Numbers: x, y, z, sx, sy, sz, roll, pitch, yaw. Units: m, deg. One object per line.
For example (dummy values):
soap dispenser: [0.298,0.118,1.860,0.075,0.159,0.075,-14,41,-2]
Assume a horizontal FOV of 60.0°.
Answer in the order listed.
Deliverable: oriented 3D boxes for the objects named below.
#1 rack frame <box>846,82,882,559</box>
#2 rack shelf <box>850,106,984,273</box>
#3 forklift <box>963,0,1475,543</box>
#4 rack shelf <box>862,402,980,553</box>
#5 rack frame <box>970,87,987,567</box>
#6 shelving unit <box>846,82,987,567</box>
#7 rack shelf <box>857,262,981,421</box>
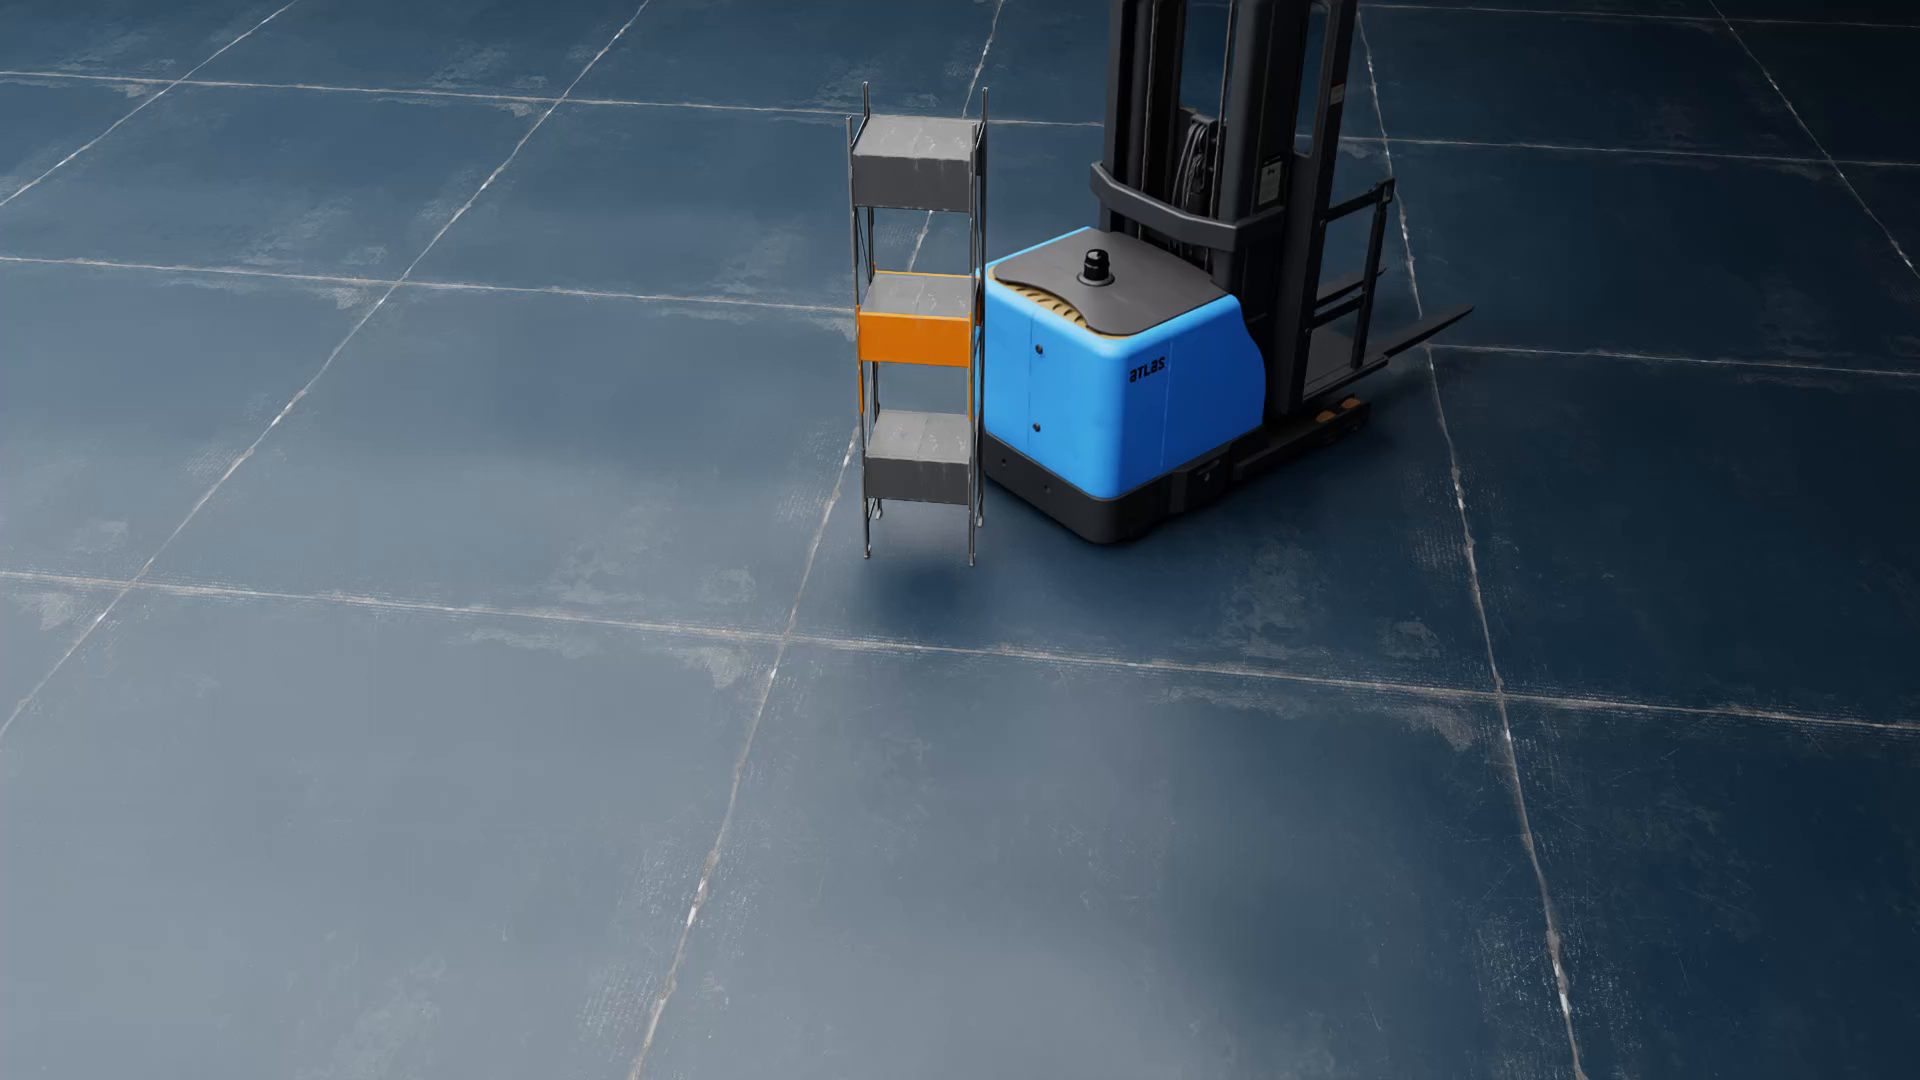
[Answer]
rack frame: [-0.406,-0.885,7.183,0.015,2.100,0.400,4,36,6]
rack shelf: [-0.164,-1.426,6.758,0.480,0.518,0.431,4,36,6]
forklift: [1.469,-1.890,7.876,3.031,2.935,1.130,-26,43,-31]
rack shelf: [-0.164,-0.286,7.572,0.480,0.518,0.431,4,36,6]
rack frame: [0.078,-0.849,7.132,0.015,2.100,0.400,4,36,6]
shelving unit: [-0.164,-0.867,7.157,0.503,2.100,0.431,4,36,6]
rack shelf: [-0.164,-0.856,7.165,0.480,0.518,0.431,4,36,6]
